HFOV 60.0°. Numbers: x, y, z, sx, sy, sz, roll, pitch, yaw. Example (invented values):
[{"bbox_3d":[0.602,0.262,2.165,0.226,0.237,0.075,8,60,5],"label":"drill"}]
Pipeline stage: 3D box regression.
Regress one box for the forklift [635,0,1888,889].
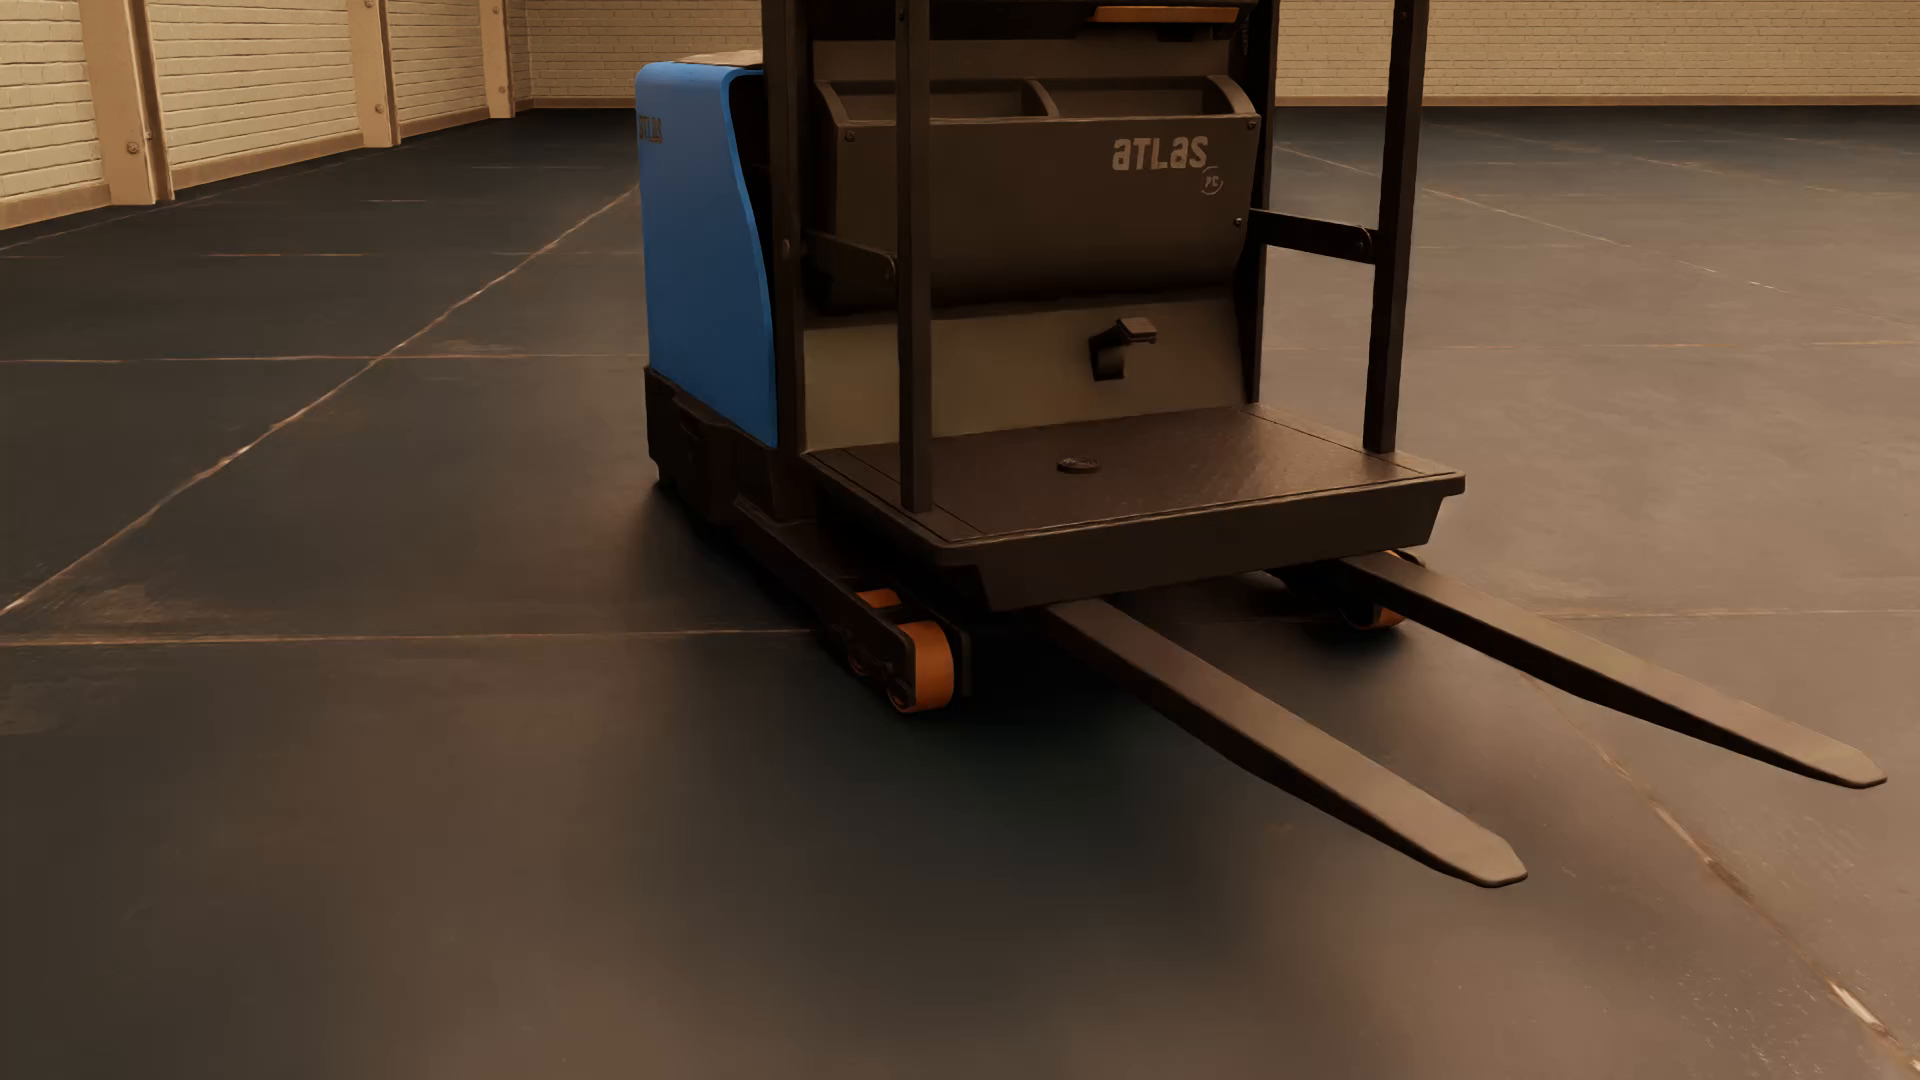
[{"bbox_3d":[0.258,-1.240,2.962,1.130,2.935,3.031,-8,19,-24],"label":"forklift"}]
